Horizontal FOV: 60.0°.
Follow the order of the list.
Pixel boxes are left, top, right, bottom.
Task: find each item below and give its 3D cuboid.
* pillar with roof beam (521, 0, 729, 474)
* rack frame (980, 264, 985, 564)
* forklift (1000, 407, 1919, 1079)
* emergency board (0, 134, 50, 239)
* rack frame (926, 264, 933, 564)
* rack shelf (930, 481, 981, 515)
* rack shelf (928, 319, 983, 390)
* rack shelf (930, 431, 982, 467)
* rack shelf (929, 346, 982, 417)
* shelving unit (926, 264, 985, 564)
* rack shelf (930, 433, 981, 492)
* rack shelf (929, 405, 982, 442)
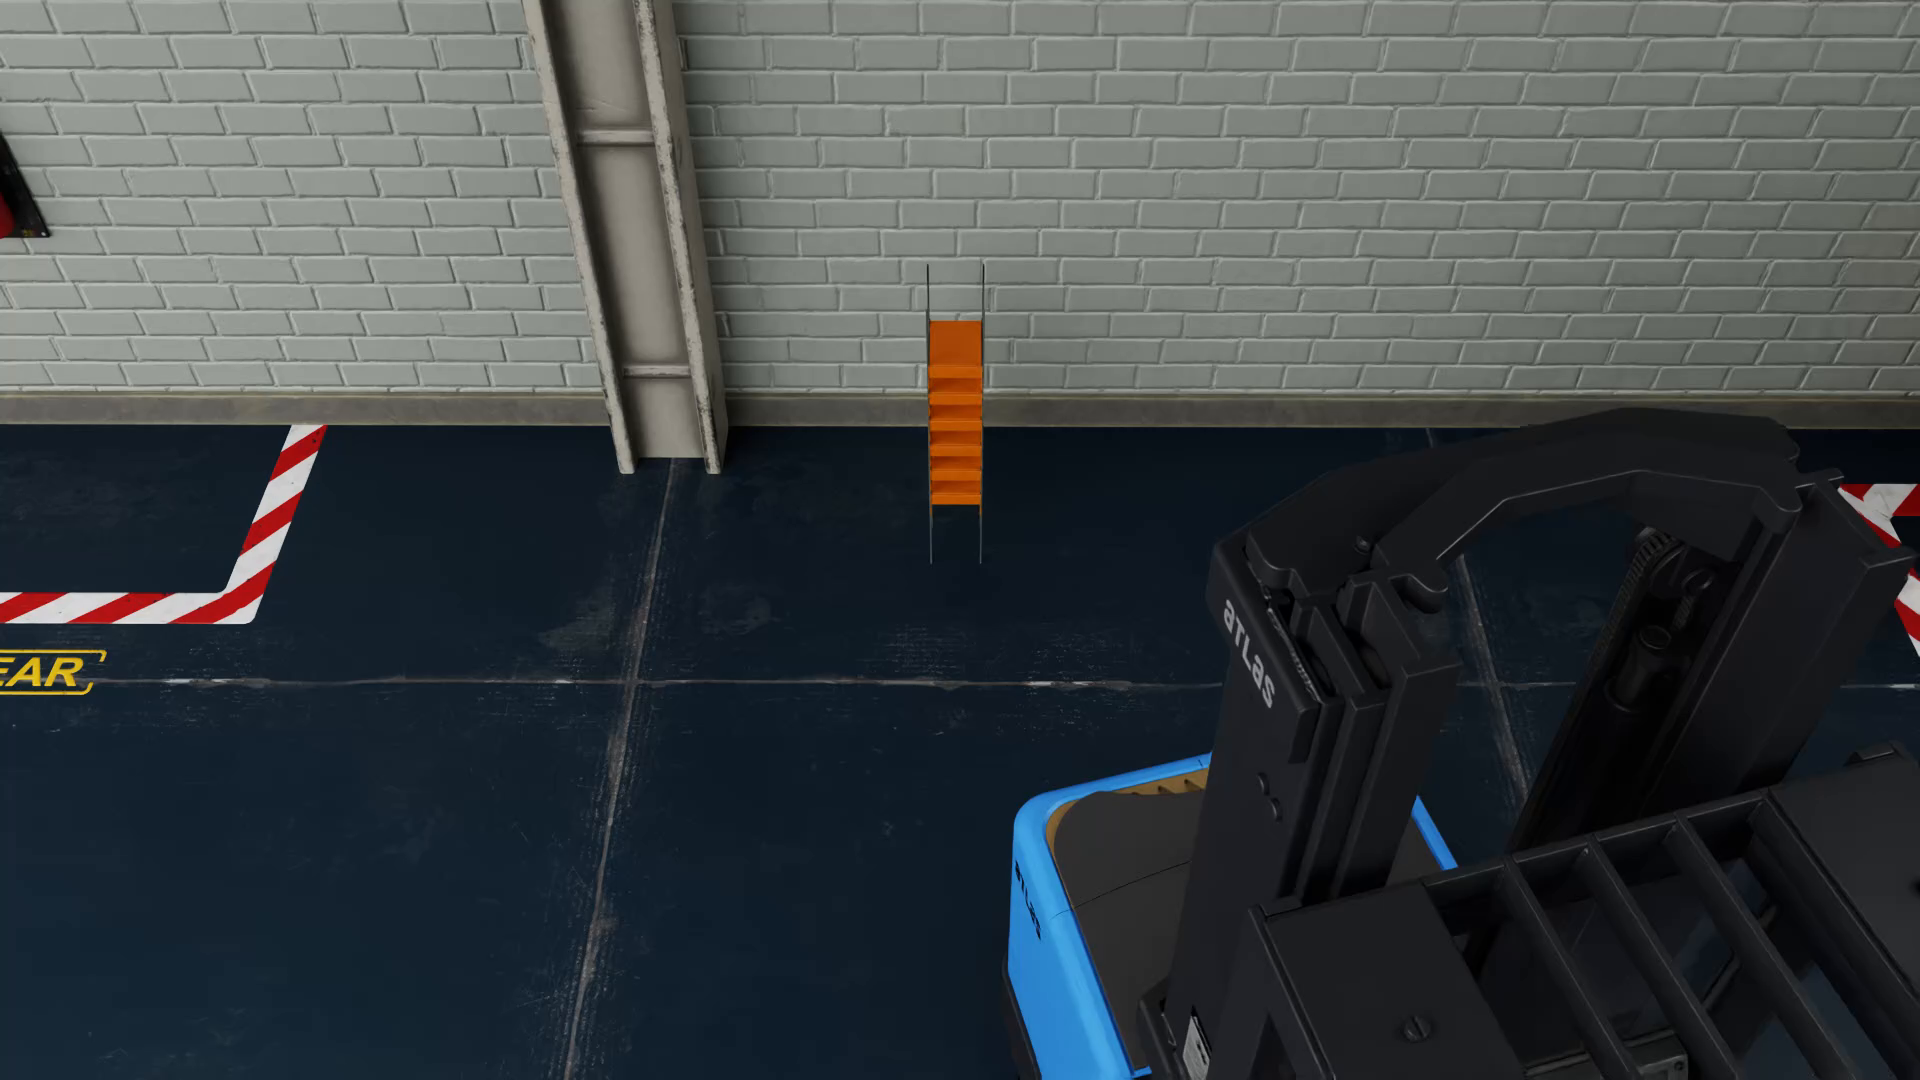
[{"bbox_3d":[-1.145,-0.288,0.370,0.400,9.000,9.100,0,47,0],"label":"pillar with roof beam"},{"bbox_3d":[0.077,-0.409,5.811,0.006,1.200,0.240,0,47,0],"label":"rack frame"},{"bbox_3d":[1.012,1.329,3.011,1.130,2.935,3.031,-12,48,-11],"label":"forklift"},{"bbox_3d":[-3.600,-1.430,5.531,0.643,1.169,0.194,0,47,0],"label":"emergency board"},{"bbox_3d":[-0.106,-0.409,5.811,0.006,1.200,0.240,0,47,0],"label":"rack frame"},{"bbox_3d":[-0.014,-0.215,6.019,0.180,0.103,0.258,0,47,0],"label":"rack shelf"},{"bbox_3d":[-0.014,-0.624,5.580,0.180,0.103,0.258,0,47,0],"label":"rack shelf"},{"bbox_3d":[-0.014,-0.379,5.843,0.180,0.103,0.258,0,47,0],"label":"rack shelf"},{"bbox_3d":[-0.014,-0.542,5.668,0.180,0.103,0.258,0,47,0],"label":"rack shelf"},{"bbox_3d":[-0.014,-0.409,5.811,0.189,1.200,0.258,0,47,0],"label":"shelving unit"},{"bbox_3d":[-0.014,-0.297,5.931,0.180,0.103,0.258,0,47,0],"label":"rack shelf"},{"bbox_3d":[-0.014,-0.460,5.756,0.180,0.103,0.258,0,47,0],"label":"rack shelf"}]
